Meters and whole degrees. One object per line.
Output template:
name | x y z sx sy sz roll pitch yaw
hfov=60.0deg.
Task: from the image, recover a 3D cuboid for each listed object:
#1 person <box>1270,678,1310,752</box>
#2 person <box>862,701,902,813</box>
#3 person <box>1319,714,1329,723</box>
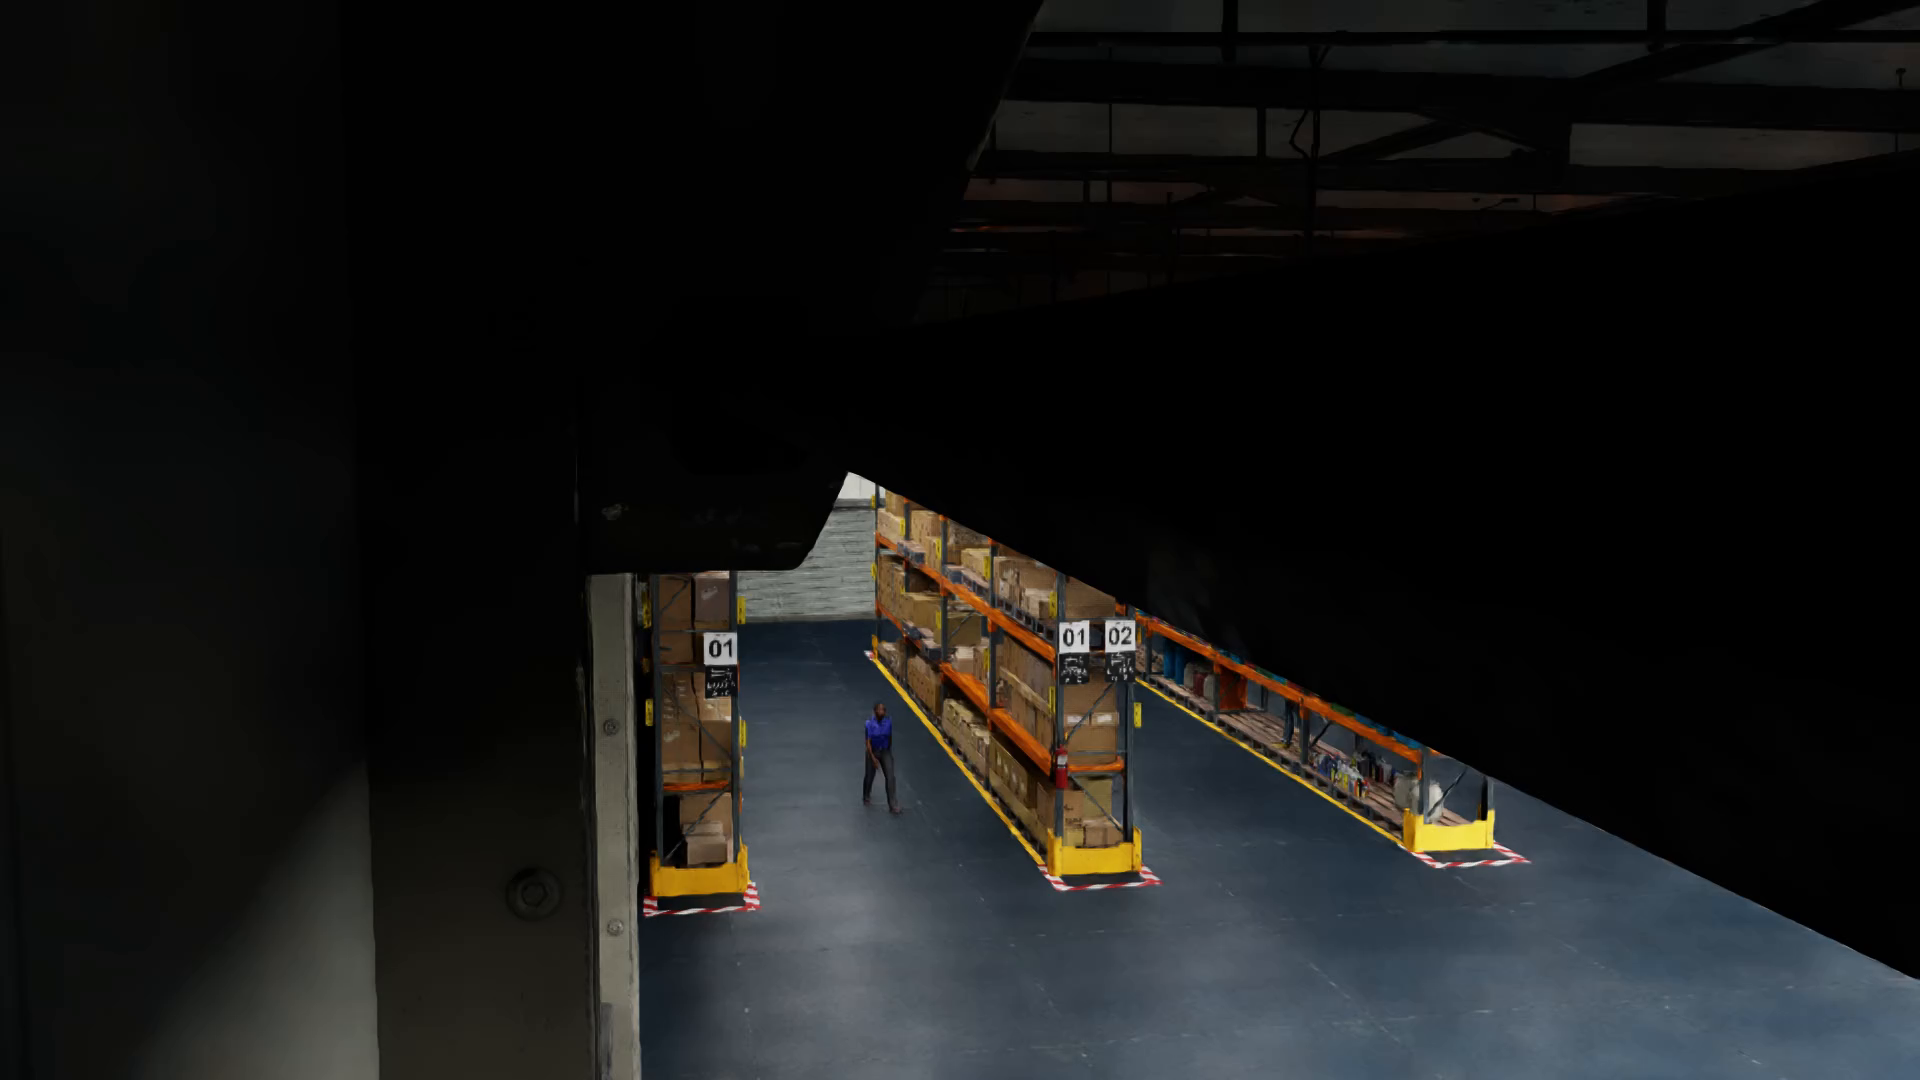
person | 5.308 2.484 26.685 0.579 1.763 0.691 0 6 -1
person | -1.164 3.088 23.841 0.443 1.574 0.997 -2 6 -19
person | 6.715 2.460 29.364 0.571 1.708 1.033 -2 6 -19
